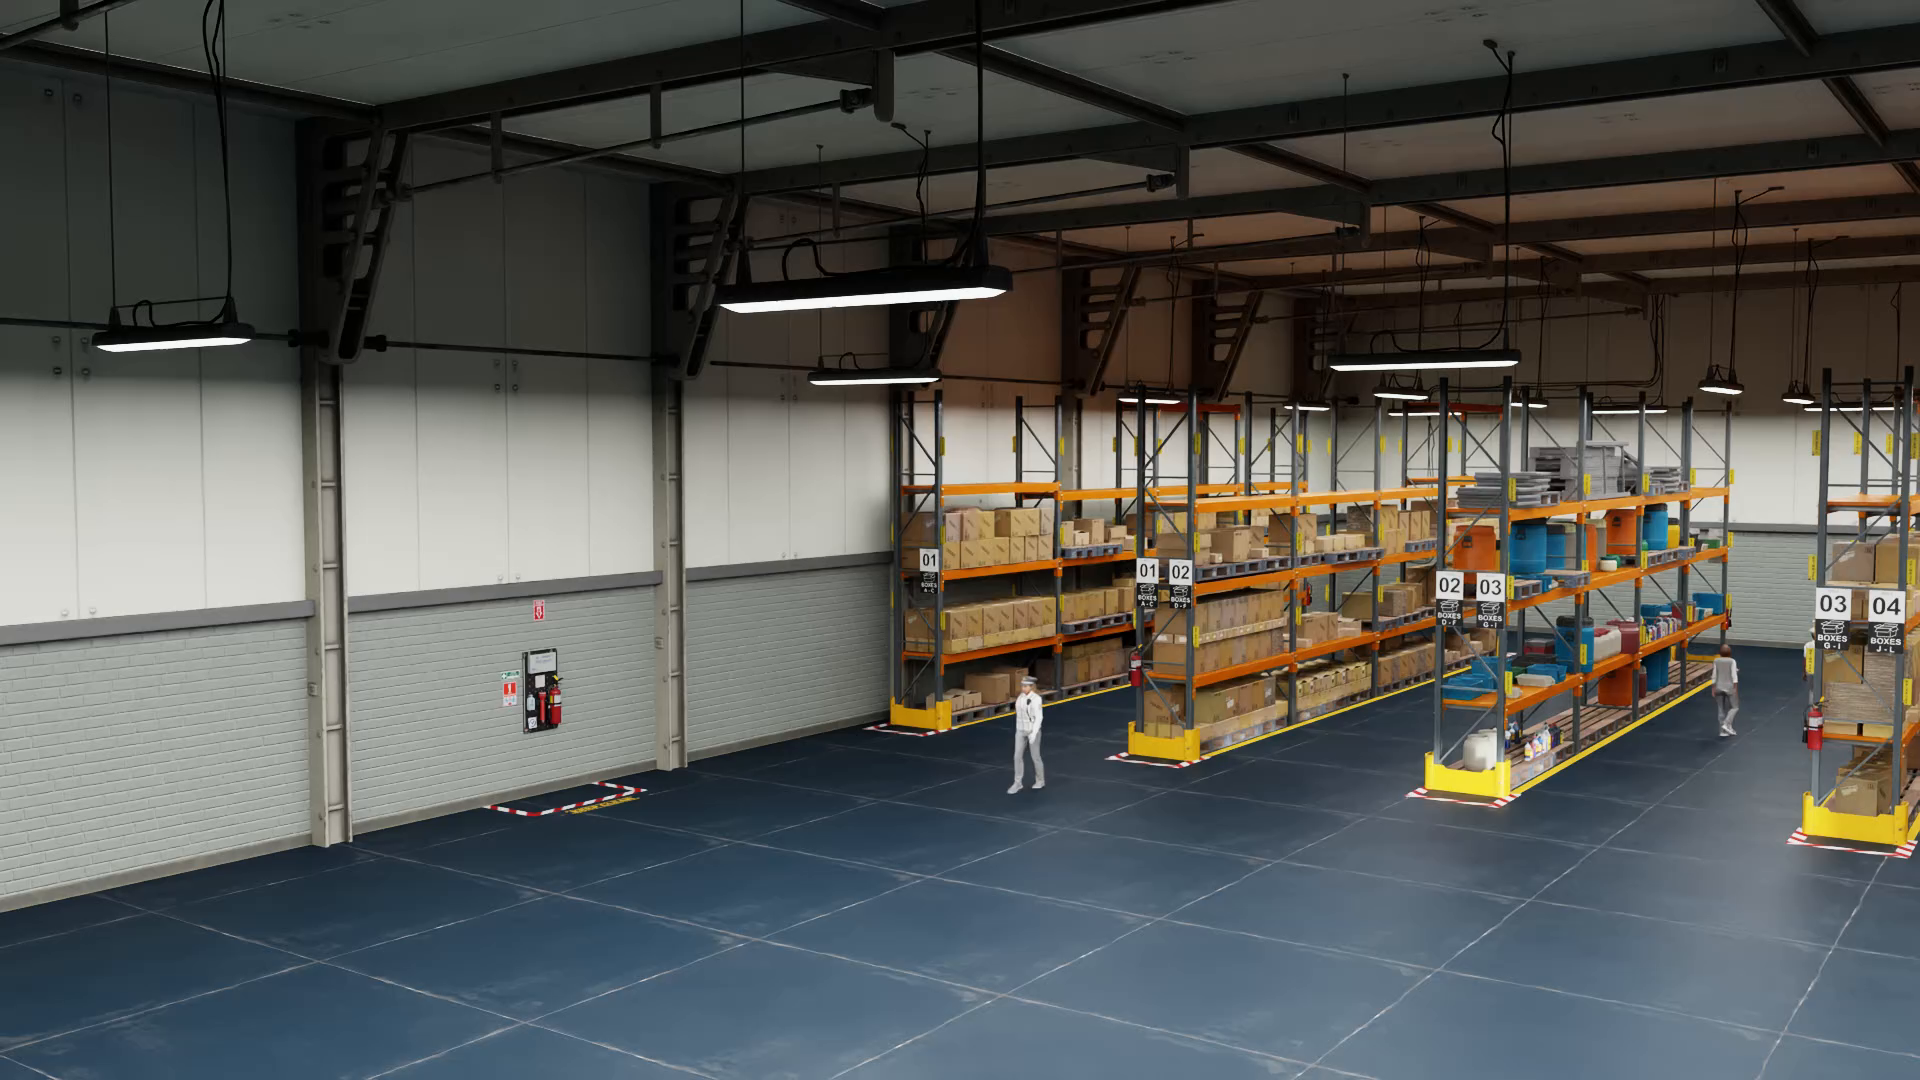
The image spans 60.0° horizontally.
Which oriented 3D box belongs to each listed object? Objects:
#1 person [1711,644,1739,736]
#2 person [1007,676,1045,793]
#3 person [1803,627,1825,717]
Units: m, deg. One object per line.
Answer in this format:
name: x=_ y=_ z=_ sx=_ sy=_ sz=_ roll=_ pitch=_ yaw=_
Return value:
person: x=13.170 y=2.597 z=28.642 sx=0.459 sy=1.595 sz=0.458 roll=3 pitch=4 yaw=40
person: x=0.977 y=2.816 z=24.180 sx=0.638 sy=1.681 sz=0.543 roll=-3 pitch=4 yaw=-44
person: x=15.744 y=2.451 z=30.539 sx=0.505 sy=1.673 sz=0.473 roll=2 pitch=4 yaw=36
